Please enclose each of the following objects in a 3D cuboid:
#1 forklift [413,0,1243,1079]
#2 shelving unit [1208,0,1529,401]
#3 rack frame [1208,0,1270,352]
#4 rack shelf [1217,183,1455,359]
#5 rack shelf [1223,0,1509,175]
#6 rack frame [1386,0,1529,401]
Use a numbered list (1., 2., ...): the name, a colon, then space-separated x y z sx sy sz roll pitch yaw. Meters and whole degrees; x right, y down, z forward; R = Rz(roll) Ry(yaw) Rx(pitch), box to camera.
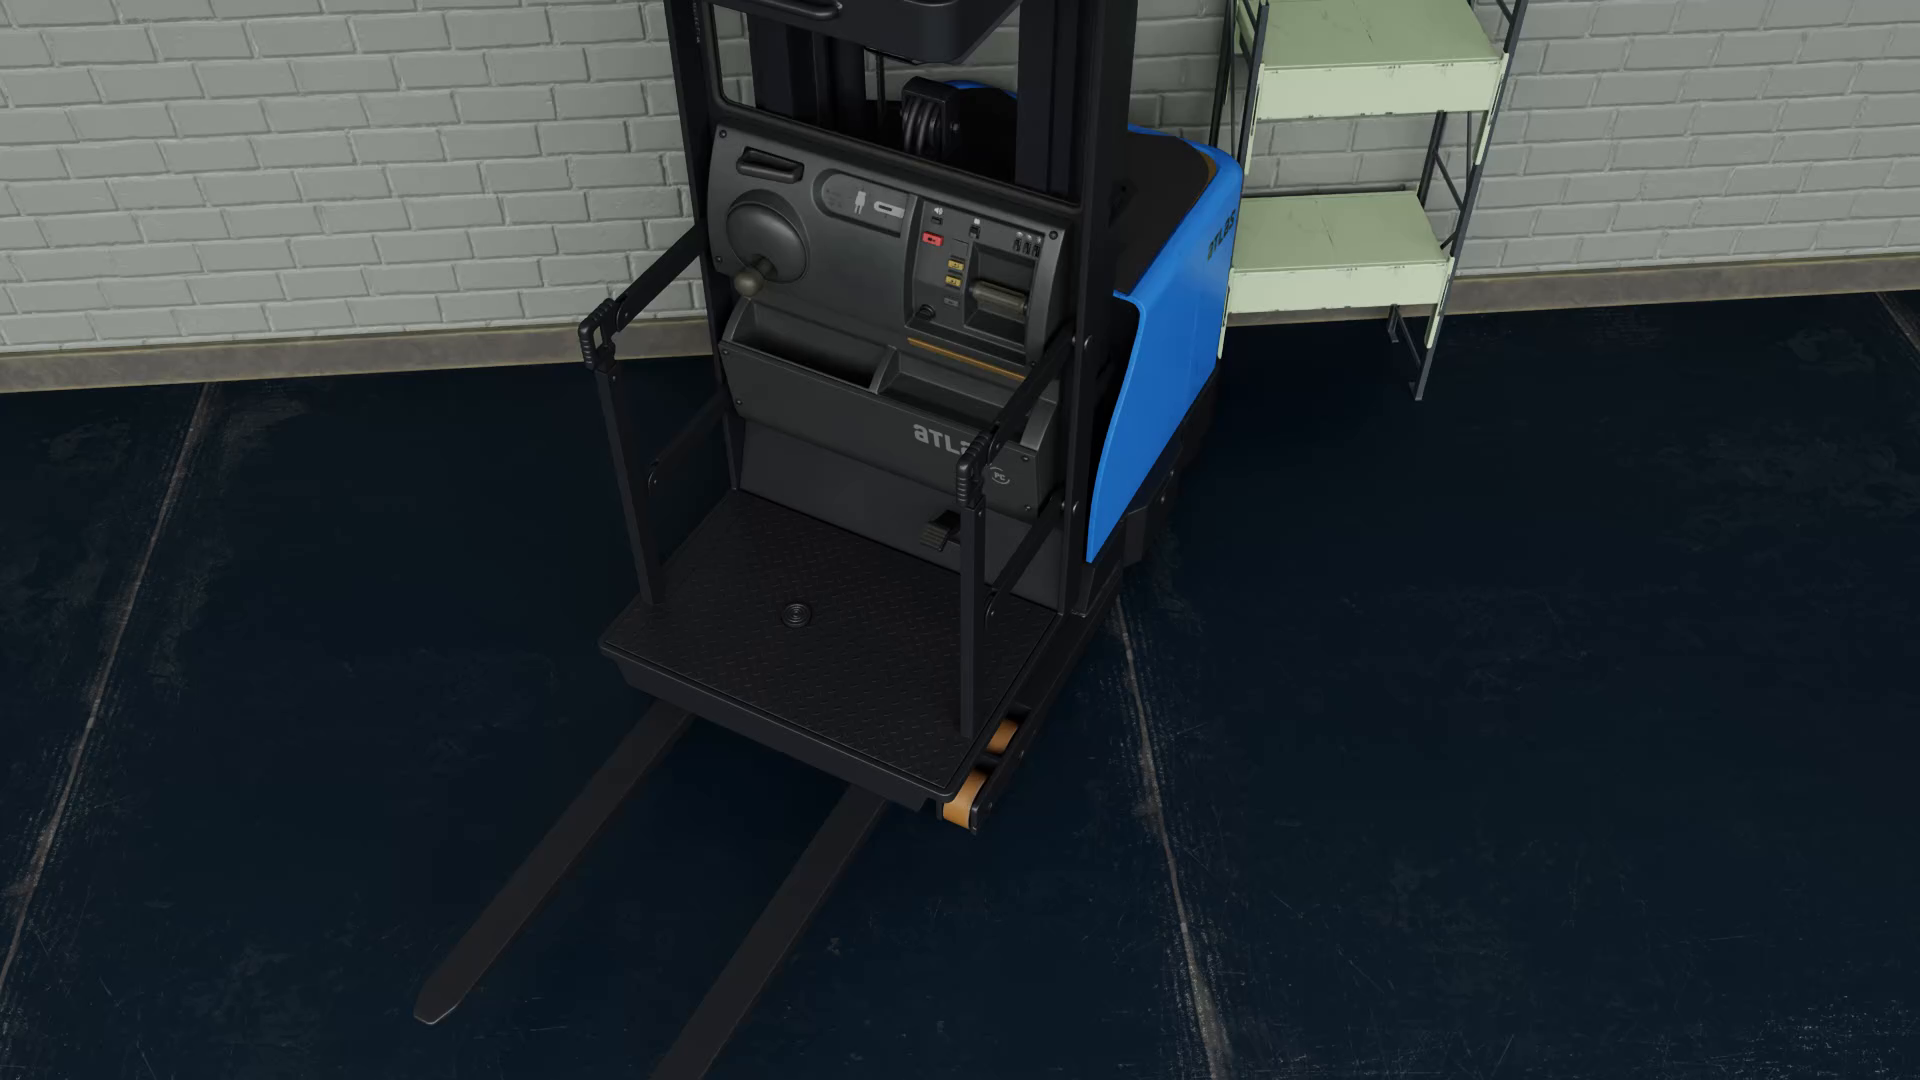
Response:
1. forklift: -0.288 -0.606 3.806 1.130 2.935 3.031 21 50 19
2. shelving unit: 1.191 -1.118 5.275 0.755 1.500 0.431 -3 47 -3
3. rack frame: 0.826 -1.097 5.256 0.023 1.500 0.400 -3 47 -3
4. rack shelf: 1.191 -0.893 5.512 0.720 0.370 0.431 -3 47 -3
5. rack shelf: 1.191 -1.386 4.992 0.720 0.370 0.431 -3 47 -3
6. rack frame: 1.556 -1.138 5.295 0.023 1.500 0.400 -3 47 -3
